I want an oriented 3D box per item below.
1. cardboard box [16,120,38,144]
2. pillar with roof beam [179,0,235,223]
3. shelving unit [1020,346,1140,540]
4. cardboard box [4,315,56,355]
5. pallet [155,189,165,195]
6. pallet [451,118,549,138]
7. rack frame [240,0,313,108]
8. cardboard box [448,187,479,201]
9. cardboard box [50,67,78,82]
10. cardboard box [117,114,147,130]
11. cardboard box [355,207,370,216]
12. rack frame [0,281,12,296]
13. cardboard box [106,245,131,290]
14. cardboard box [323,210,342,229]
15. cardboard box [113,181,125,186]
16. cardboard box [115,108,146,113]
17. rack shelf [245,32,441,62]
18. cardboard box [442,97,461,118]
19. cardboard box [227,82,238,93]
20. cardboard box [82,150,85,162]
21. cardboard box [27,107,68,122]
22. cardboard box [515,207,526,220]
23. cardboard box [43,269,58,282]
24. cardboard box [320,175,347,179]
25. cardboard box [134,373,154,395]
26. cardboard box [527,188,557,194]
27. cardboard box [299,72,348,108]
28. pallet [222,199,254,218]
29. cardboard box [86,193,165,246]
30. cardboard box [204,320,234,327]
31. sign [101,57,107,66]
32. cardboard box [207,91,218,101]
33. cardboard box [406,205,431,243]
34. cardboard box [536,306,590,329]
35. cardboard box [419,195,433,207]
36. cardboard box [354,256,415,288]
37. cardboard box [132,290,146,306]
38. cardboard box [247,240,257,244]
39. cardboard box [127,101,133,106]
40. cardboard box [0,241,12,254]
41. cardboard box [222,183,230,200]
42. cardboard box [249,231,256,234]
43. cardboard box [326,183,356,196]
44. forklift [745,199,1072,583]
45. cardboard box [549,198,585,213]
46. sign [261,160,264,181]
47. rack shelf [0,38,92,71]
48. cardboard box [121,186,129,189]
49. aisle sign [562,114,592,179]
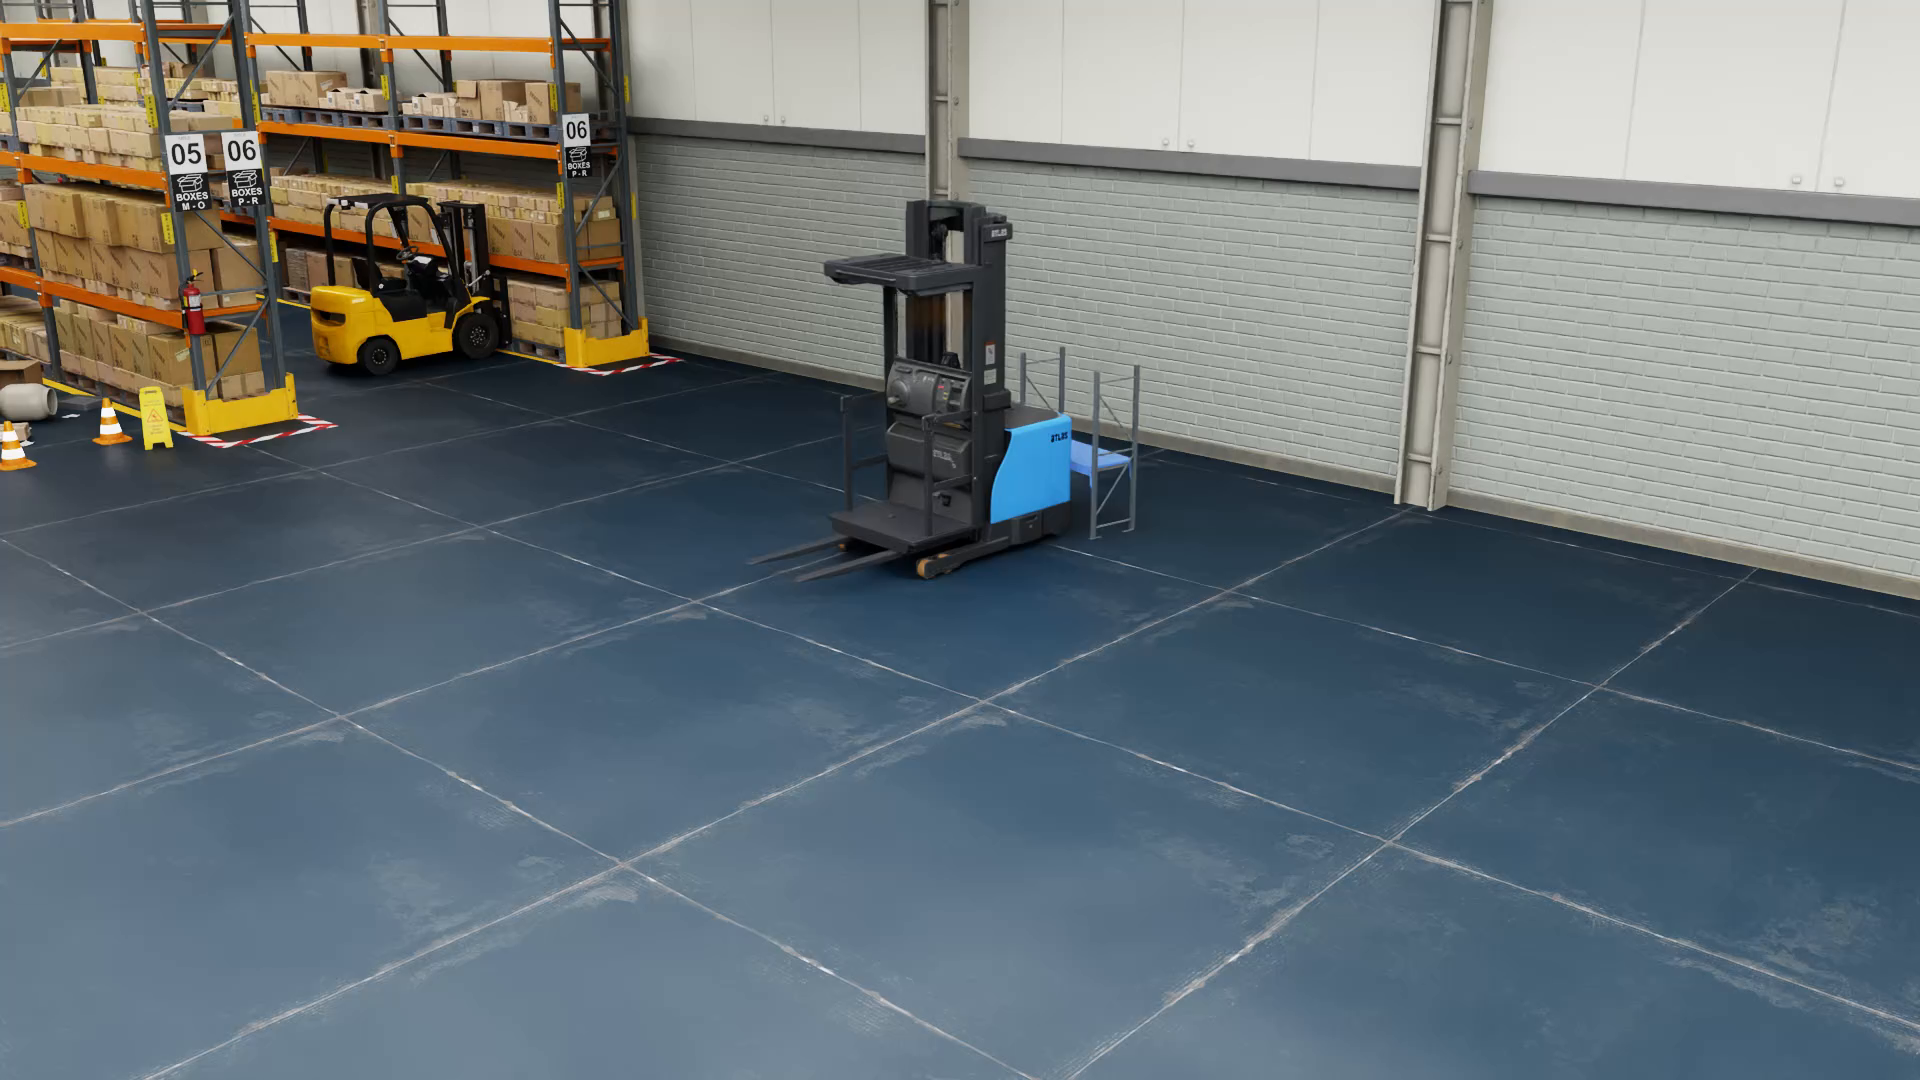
[{"bbox_3d":[-10.844,-4.867,19.787,0.500,0.250,0.500,14,23,38],"label":"cardboard box"},{"bbox_3d":[-16.463,-8.477,26.445,0.400,9.000,9.100,15,23,39],"label":"pillar with roof beam"},{"bbox_3d":[1.055,-0.888,14.931,0.538,1.500,1.048,-12,21,-34],"label":"shelving unit"},{"bbox_3d":[-11.925,-2.713,21.853,0.950,0.372,0.625,-17,24,-42],"label":"cardboard box"},{"bbox_3d":[-13.158,-5.971,28.784,1.213,0.211,1.003,15,23,39],"label":"pallet"},{"bbox_3d":[-6.136,-5.618,22.544,1.213,0.211,1.003,15,23,39],"label":"pallet"},{"bbox_3d":[-10.691,-8.304,25.900,0.127,3.000,1.000,15,23,39],"label":"rack frame"},{"bbox_3d":[-6.869,-4.807,23.069,0.250,0.149,0.380,15,23,38],"label":"cardboard box"},{"bbox_3d":[-16.510,-8.643,30.858,0.500,0.250,0.500,15,23,39],"label":"cardboard box"},{"bbox_3d":[-8.975,-4.576,18.209,0.250,0.149,0.380,15,23,40],"label":"cardboard box"},{"bbox_3d":[-8.626,-4.950,24.673,0.500,0.250,0.500,14,23,38],"label":"cardboard box"},{"bbox_3d":[-13.983,-4.321,23.267,0.127,3.000,1.000,15,23,39],"label":"rack frame"},{"bbox_3d":[-9.332,-3.153,18.932,0.500,0.500,0.500,15,23,39],"label":"cardboard box"},{"bbox_3d":[-9.372,-4.920,25.404,0.500,0.250,0.500,16,24,41],"label":"cardboard box"},{"bbox_3d":[-14.975,-6.565,30.096,0.500,0.250,0.500,15,23,39],"label":"cardboard box"},{"bbox_3d":[-9.594,-4.948,19.382,0.250,0.149,0.380,15,23,40],"label":"cardboard box"},{"bbox_3d":[-9.195,-7.369,24.804,4.000,0.370,1.077,15,23,39],"label":"rack shelf"},{"bbox_3d":[-6.791,-5.888,22.610,0.258,0.266,0.396,14,23,38],"label":"cardboard box"},{"bbox_3d":[-11.504,-7.255,26.652,0.250,0.149,0.380,14,22,37],"label":"cardboard box"},{"bbox_3d":[-9.766,-4.399,18.971,0.250,0.149,0.380,15,23,40],"label":"cardboard box"},{"bbox_3d":[-10.759,-5.025,19.624,0.250,0.149,0.380,16,24,41],"label":"cardboard box"},{"bbox_3d":[-5.695,-4.364,22.166,0.250,0.149,0.380,15,23,39],"label":"cardboard box"},{"bbox_3d":[-10.969,-3.262,20.346,0.250,0.149,0.380,15,23,39],"label":"cardboard box"},{"bbox_3d":[-9.890,-5.689,26.340,0.250,0.149,0.380,15,23,39],"label":"cardboard box"},{"bbox_3d":[-9.165,-1.811,19.211,0.500,0.250,0.500,15,23,39],"label":"cardboard box"},{"bbox_3d":[-5.717,-4.738,22.852,0.250,0.149,0.380,14,23,38],"label":"cardboard box"},{"bbox_3d":[-9.550,-6.765,24.984,0.500,0.500,0.500,16,23,41],"label":"cardboard box"},{"bbox_3d":[-11.245,-5.473,27.216,1.003,0.211,1.213,15,23,39],"label":"pallet"},{"bbox_3d":[-9.350,-3.616,18.737,0.500,0.500,0.700,15,23,39],"label":"cardboard box"},{"bbox_3d":[-8.831,-2.294,19.494,0.500,0.500,0.500,14,22,37],"label":"cardboard box"},{"bbox_3d":[-16.291,-9.024,31.665,0.005,0.325,0.100,15,23,39],"label":"sign"},{"bbox_3d":[-12.061,-7.274,27.202,0.250,0.149,0.380,16,24,41],"label":"cardboard box"},{"bbox_3d":[-7.541,-4.541,23.795,0.500,0.500,0.500,14,22,38],"label":"cardboard box"},{"bbox_3d":[-5.279,-2.993,22.108,0.500,0.250,0.500,15,23,39],"label":"cardboard box"},{"bbox_3d":[-7.441,-4.823,23.612,0.250,0.149,0.380,16,23,41],"label":"cardboard box"},{"bbox_3d":[-8.672,-3.969,25.391,0.625,0.625,0.875,15,23,39],"label":"cardboard box"},{"bbox_3d":[-9.075,-2.748,18.728,0.250,0.149,0.380,16,23,40],"label":"cardboard box"},{"bbox_3d":[-11.453,-4.852,27.307,0.250,0.149,0.380,14,22,36],"label":"cardboard box"},{"bbox_3d":[-14.329,-7.613,29.097,0.250,0.149,0.380,15,23,39],"label":"cardboard box"},{"bbox_3d":[-11.962,-3.739,21.156,0.250,0.149,0.380,15,23,38],"label":"cardboard box"},{"bbox_3d":[-11.695,-5.712,27.204,0.500,0.250,0.500,14,22,37],"label":"cardboard box"},{"bbox_3d":[-11.877,-5.185,28.357,0.250,0.149,0.380,15,23,40],"label":"cardboard box"},{"bbox_3d":[-9.327,-5.302,25.122,0.250,0.149,0.380,14,23,38],"label":"cardboard box"},{"bbox_3d":[-0.414,-1.252,13.712,3.031,2.935,1.130,-17,24,-42],"label":"forklift"},{"bbox_3d":[-5.115,-4.361,21.665,0.250,0.149,0.380,15,23,39],"label":"cardboard box"},{"bbox_3d":[-11.044,-5.834,26.252,0.005,0.325,0.100,15,23,39],"label":"sign"},{"bbox_3d":[-12.487,-6.245,21.263,4.000,0.370,1.077,15,23,39],"label":"rack shelf"},{"bbox_3d":[-14.897,-6.332,30.022,0.250,0.149,0.380,15,23,38],"label":"cardboard box"},{"bbox_3d":[-4.853,-4.998,21.102,0.004,0.787,0.394,15,23,39],"label":"aisle sign"}]
